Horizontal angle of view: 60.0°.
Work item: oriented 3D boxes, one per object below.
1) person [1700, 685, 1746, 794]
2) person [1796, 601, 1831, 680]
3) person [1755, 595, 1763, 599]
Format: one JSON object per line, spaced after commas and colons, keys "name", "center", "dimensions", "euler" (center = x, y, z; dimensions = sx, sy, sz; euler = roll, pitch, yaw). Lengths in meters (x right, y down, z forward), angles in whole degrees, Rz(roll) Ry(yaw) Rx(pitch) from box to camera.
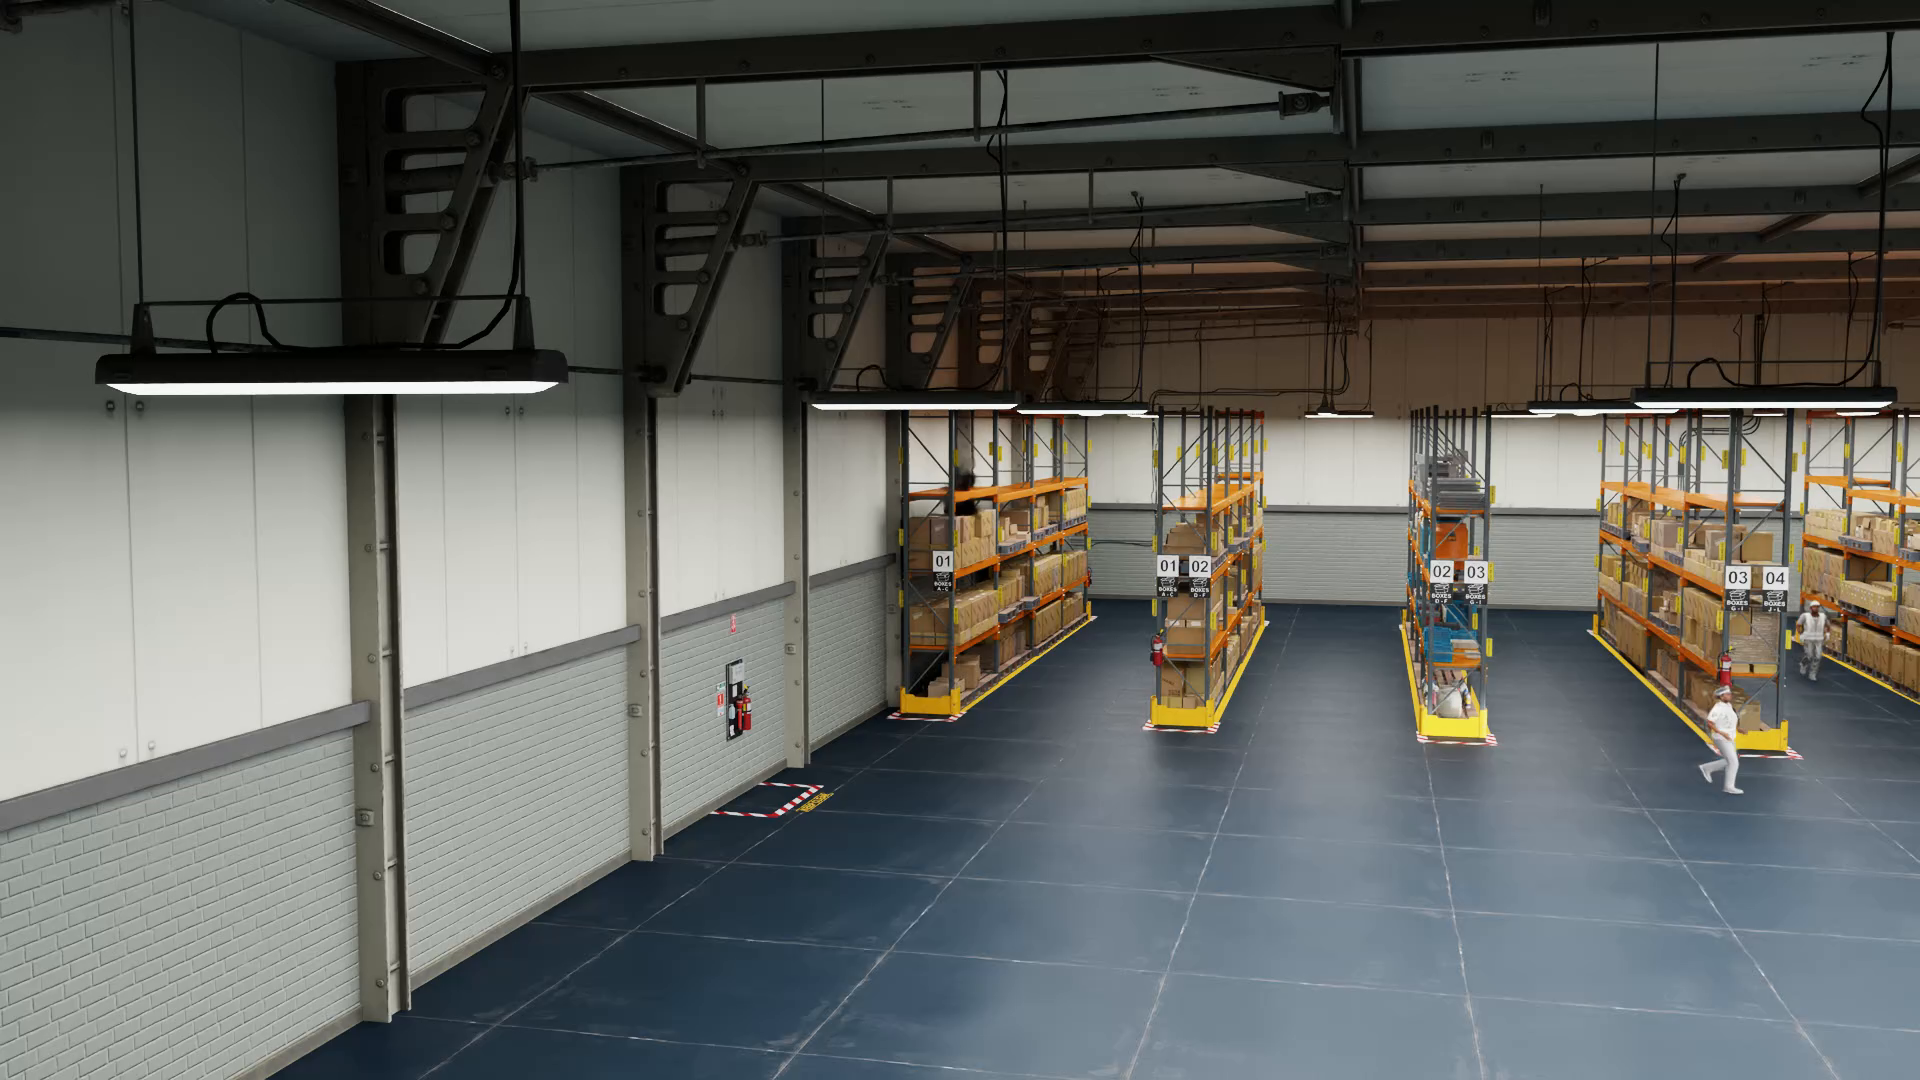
{"name": "person", "center": [11.744, 3.053, 25.647], "dimensions": [0.581, 1.655, 0.700], "euler": [-4, 6, -43]}
{"name": "person", "center": [18.905, 2.214, 36.823], "dimensions": [0.699, 1.749, 0.591], "euler": [1, 4, 10]}
{"name": "person", "center": [21.267, 1.689, 44.575], "dimensions": [0.920, 1.677, 0.855], "euler": [1, 4, 8]}
